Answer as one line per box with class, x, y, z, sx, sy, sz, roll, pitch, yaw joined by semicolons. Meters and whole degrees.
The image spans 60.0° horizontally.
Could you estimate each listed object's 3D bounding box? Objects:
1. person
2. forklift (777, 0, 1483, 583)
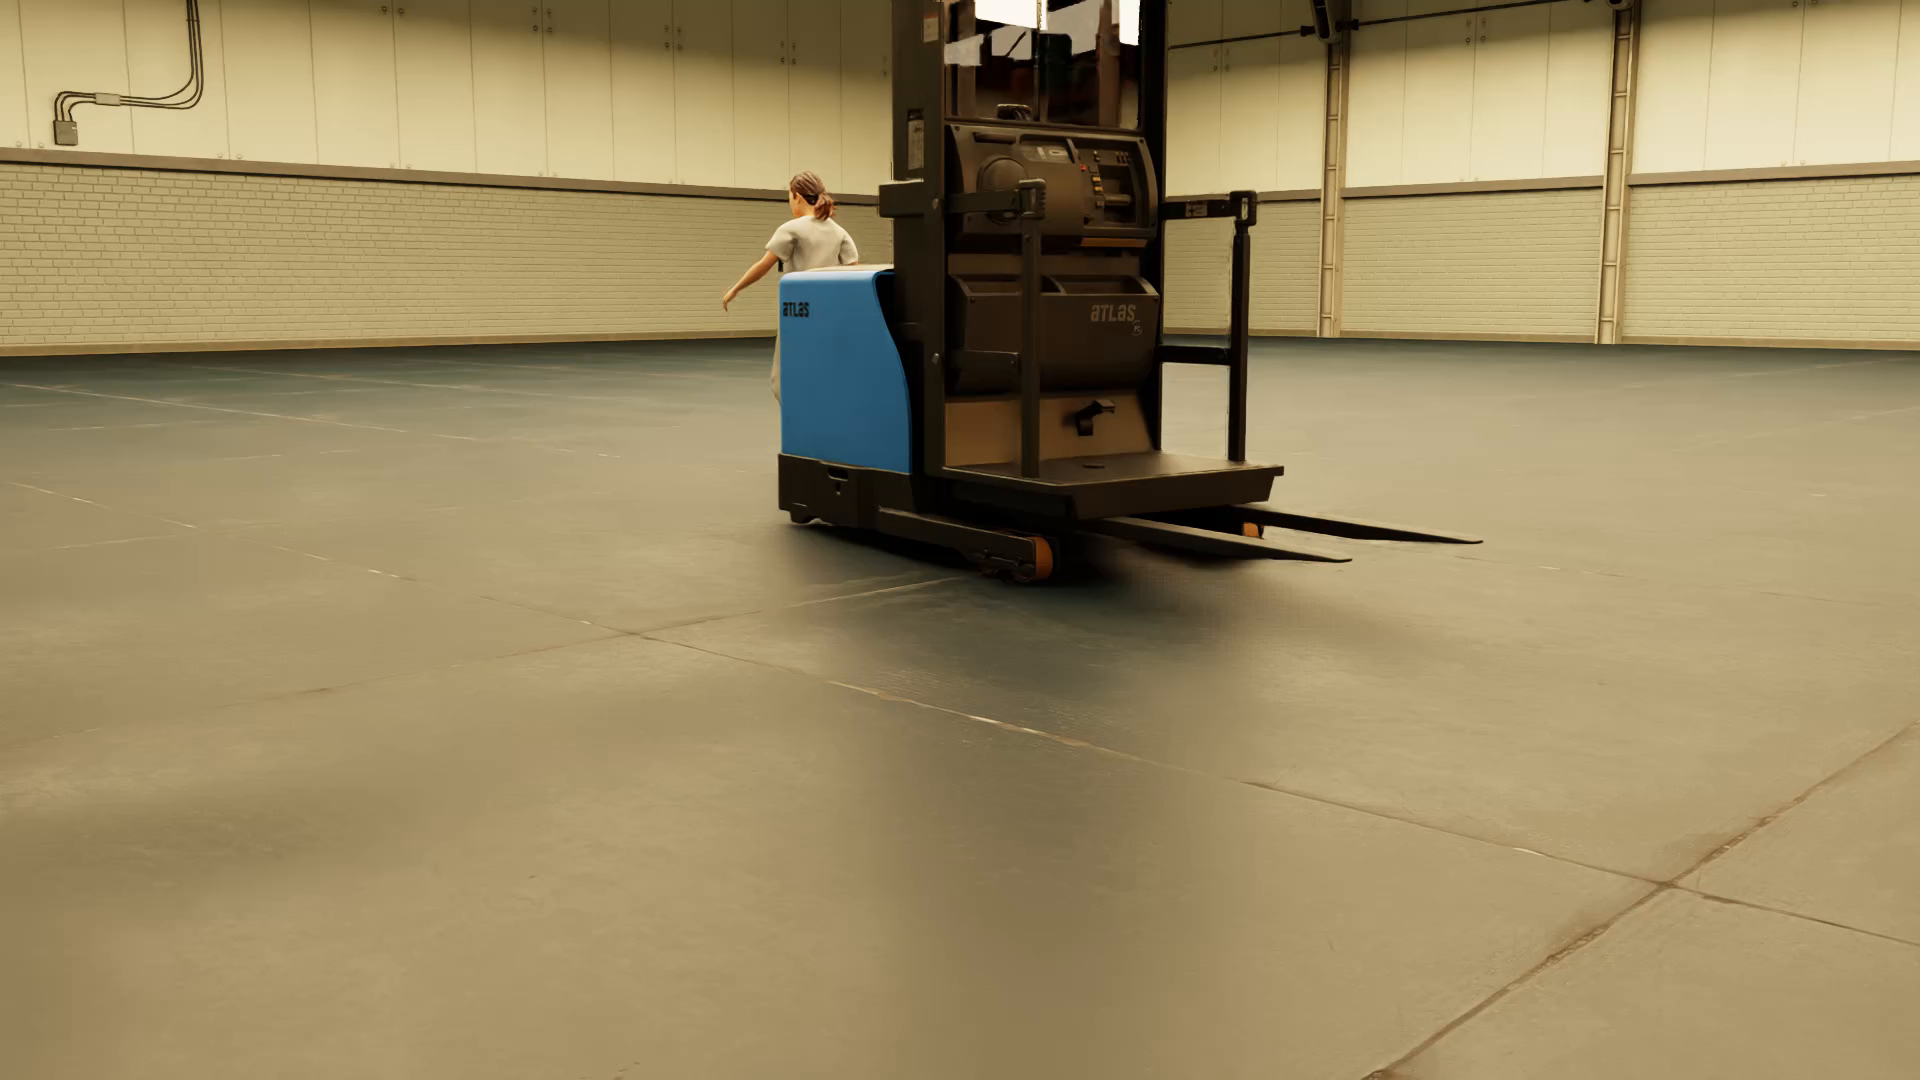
person;-0.836;-1.232;9.361;0.689;1.657;0.780;8;12;44
forklift;0.487;-1.381;6.044;1.130;2.935;3.031;-6;11;-35
